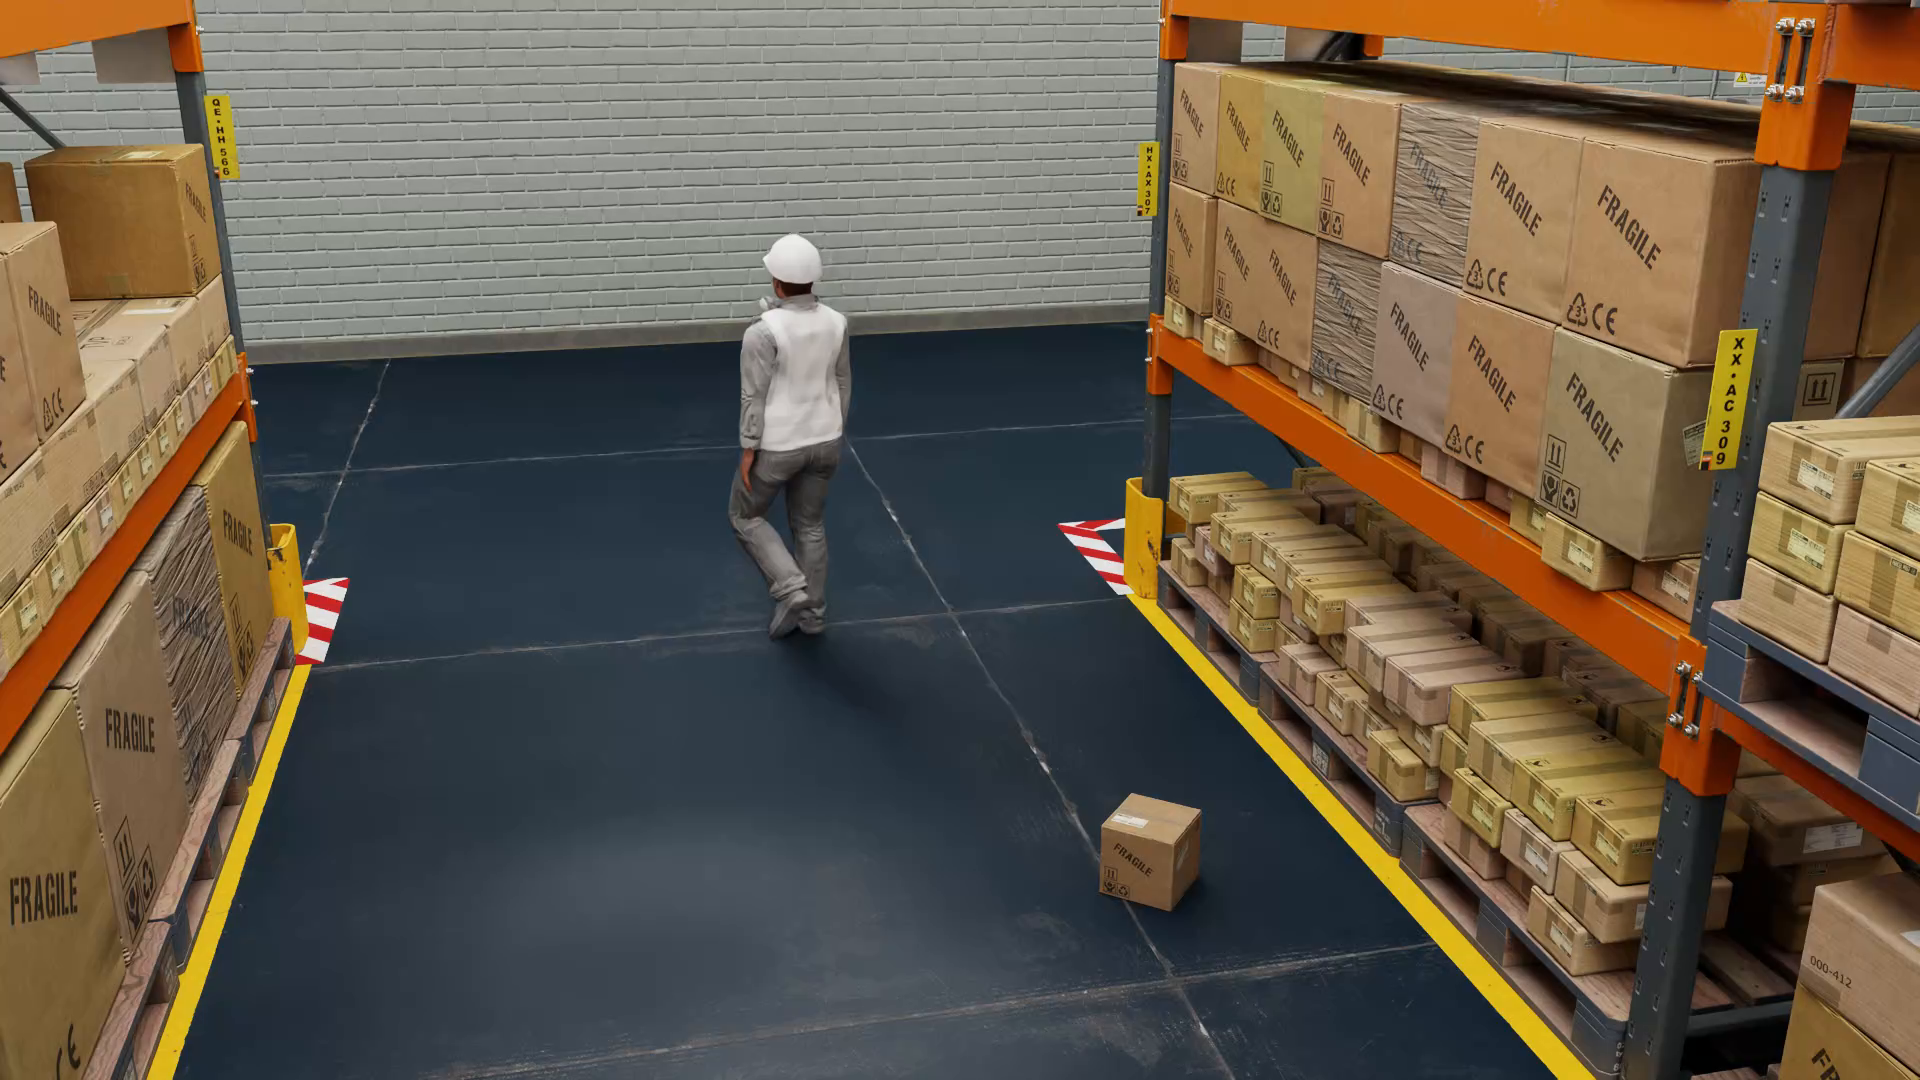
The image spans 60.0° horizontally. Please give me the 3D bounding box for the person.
[{"bbox_3d":[-0.730,-0.437,7.177,0.556,1.765,0.467,-14,24,-34],"label":"person"}]
